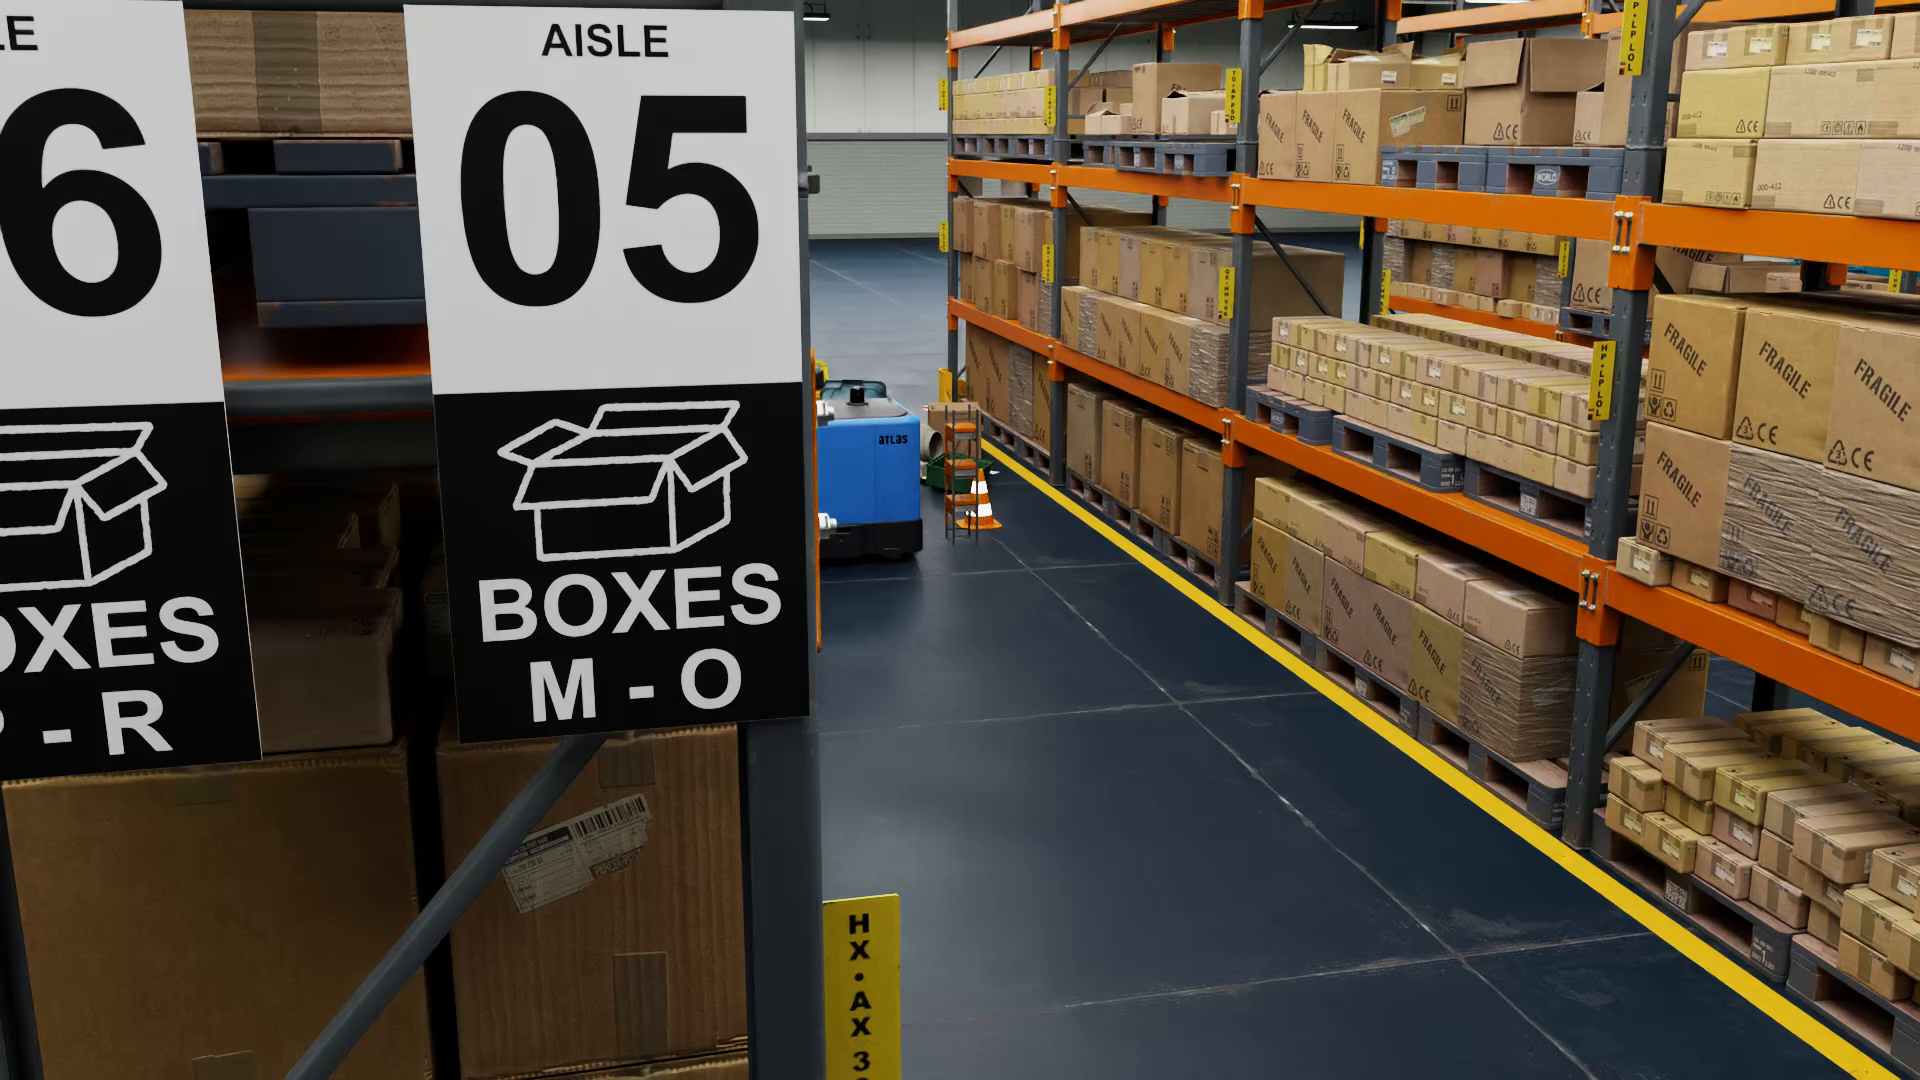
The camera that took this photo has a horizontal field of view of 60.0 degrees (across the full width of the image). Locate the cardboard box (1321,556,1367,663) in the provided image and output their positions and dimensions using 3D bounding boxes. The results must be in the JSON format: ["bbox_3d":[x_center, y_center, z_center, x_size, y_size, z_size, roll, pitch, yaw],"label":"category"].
[{"bbox_3d":[2.407,0.373,9.461,0.500,0.500,0.500,-4,14,-15],"label":"cardboard box"}]

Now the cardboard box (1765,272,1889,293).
[{"bbox_3d":[6.694,-1.800,12.877,0.700,0.500,0.500,-1,14,-5],"label":"cardboard box"}]

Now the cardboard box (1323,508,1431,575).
[{"bbox_3d":[2.392,0.002,9.400,0.500,0.250,0.500,-3,14,-13],"label":"cardboard box"}]

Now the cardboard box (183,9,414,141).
[{"bbox_3d":[-0.860,-0.639,2.123,0.500,0.250,0.500,-5,14,-18],"label":"cardboard box"}]

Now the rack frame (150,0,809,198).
[{"bbox_3d":[-0.666,-1.818,1.407,1.000,3.000,0.127,-3,14,-13],"label":"rack frame"}]

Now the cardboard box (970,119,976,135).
[{"bbox_3d":[0.312,-4.210,16.950,0.380,0.149,0.250,-3,14,-13],"label":"cardboard box"}]

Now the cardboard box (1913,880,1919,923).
[{"bbox_3d":[3.404,1.219,5.484,0.380,0.149,0.250,-3,14,-13],"label":"cardboard box"}]

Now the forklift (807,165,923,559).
[{"bbox_3d":[-1.851,-1.302,12.081,3.031,2.935,1.130,-3,14,-14],"label":"forklift"}]

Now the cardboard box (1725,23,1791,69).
[{"bbox_3d":[3.047,-1.801,6.081,0.380,0.149,0.250,-4,14,-16],"label":"cardboard box"}]

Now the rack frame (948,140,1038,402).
[{"bbox_3d":[0.364,-2.894,18.452,1.000,3.000,0.127,-3,14,-13],"label":"rack frame"}]

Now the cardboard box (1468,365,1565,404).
[{"bbox_3d":[2.713,-0.760,8.110,0.380,0.149,0.250,-3,14,-13],"label":"cardboard box"}]

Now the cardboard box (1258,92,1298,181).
[{"bbox_3d":[2.118,-2.407,9.930,0.500,0.500,0.500,-3,14,-13],"label":"cardboard box"}]

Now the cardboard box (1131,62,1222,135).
[{"bbox_3d":[1.562,-3.192,12.046,0.500,0.500,0.500,-3,14,-13],"label":"cardboard box"}]

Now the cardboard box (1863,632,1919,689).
[{"bbox_3d":[3.287,0.381,5.576,0.380,0.149,0.250,-3,14,-11],"label":"cardboard box"}]

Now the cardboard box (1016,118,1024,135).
[{"bbox_3d":[0.725,-3.802,15.281,0.380,0.149,0.250,-3,14,-13],"label":"cardboard box"}]

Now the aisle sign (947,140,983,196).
[{"bbox_3d":[0.056,-4.156,18.142,0.394,0.787,0.004,-3,14,-13],"label":"aisle sign"}]

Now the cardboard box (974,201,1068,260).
[{"bbox_3d":[0.632,-3.145,16.888,0.875,0.550,0.550,-3,14,-13],"label":"cardboard box"}]

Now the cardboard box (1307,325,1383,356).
[{"bbox_3d":[2.282,-1.183,9.841,0.380,0.149,0.250,-3,14,-13],"label":"cardboard box"}]

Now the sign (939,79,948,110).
[{"bbox_3d":[-0.177,-4.784,17.861,0.100,0.325,0.005,-3,14,-13],"label":"sign"}]

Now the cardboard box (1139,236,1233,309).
[{"bbox_3d":[1.784,-2.039,12.637,0.700,0.500,0.500,-3,14,-14],"label":"cardboard box"}]

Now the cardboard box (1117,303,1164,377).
[{"bbox_3d":[1.518,-1.534,12.676,0.500,0.500,0.500,-3,14,-12],"label":"cardboard box"}]

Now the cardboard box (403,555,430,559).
[{"bbox_3d":[-1.275,0.231,3.344,0.500,0.500,0.500,-3,14,-13],"label":"cardboard box"}]

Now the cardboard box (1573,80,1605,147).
[{"bbox_3d":[3.179,-1.958,7.604,0.500,0.311,0.500,-3,14,-14],"label":"cardboard box"}]

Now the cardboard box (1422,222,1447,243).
[{"bbox_3d":[5.302,-3.453,17.795,0.500,0.500,0.500,-3,14,-13],"label":"cardboard box"}]

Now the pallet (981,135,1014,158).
[{"bbox_3d":[0.838,-3.855,16.254,1.003,0.211,1.213,-3,14,-13],"label":"pallet"}]

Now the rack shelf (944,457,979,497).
[{"bbox_3d":[0.013,-0.487,12.754,0.215,0.259,0.240,-3,14,-13],"label":"rack shelf"}]

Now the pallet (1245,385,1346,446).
[{"bbox_3d":[2.514,-0.797,10.272,1.213,0.211,1.003,-3,14,-13],"label":"pallet"}]

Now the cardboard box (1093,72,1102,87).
[{"bbox_3d":[1.428,-4.166,15.093,0.380,0.149,0.250,-3,14,-14],"label":"cardboard box"}]

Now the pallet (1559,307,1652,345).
[{"bbox_3d":[6.186,-1.947,14.979,1.003,0.211,1.213,-3,14,-13],"label":"pallet"}]

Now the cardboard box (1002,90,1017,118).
[{"bbox_3d":[0.704,-4.084,15.596,0.500,0.250,0.500,-3,14,-14],"label":"cardboard box"}]

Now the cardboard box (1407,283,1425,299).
[{"bbox_3d":[5.207,-2.772,18.483,0.380,0.149,0.250,-3,14,-13],"label":"cardboard box"}]

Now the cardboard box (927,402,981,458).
[{"bbox_3d":[-0.059,-1.059,16.203,0.500,0.500,0.500,-1,14,-3],"label":"cardboard box"}]

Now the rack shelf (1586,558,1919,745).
[{"bbox_3d":[3.652,0.685,5.317,1.077,0.370,4.000,-3,14,-13],"label":"rack shelf"}]

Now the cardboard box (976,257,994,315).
[{"bbox_3d":[0.655,-2.622,17.022,0.875,0.550,0.550,-3,14,-13],"label":"cardboard box"}]

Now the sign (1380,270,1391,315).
[{"bbox_3d":[2.768,-1.605,10.902,0.100,0.325,0.005,-3,14,-13],"label":"sign"}]

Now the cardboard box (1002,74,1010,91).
[{"bbox_3d":[0.612,-4.304,15.657,0.380,0.149,0.250,-3,14,-14],"label":"cardboard box"}]

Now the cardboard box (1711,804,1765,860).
[{"bbox_3d":[3.195,1.120,6.518,0.380,0.149,0.250,-3,14,-14],"label":"cardboard box"}]

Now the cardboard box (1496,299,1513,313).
[{"bbox_3d":[5.665,-2.371,16.841,0.380,0.149,0.250,-3,14,-13],"label":"cardboard box"}]

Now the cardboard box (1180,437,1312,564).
[{"bbox_3d":[2.187,-0.305,11.710,1.050,0.750,0.750,-3,14,-14],"label":"cardboard box"}]

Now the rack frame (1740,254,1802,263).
[{"bbox_3d":[10.023,-3.423,20.618,1.000,3.000,0.127,-3,14,-13],"label":"rack frame"}]

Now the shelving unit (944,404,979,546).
[{"bbox_3d":[0.013,-0.498,12.752,0.215,1.050,0.252,-3,14,-13],"label":"shelving unit"}]

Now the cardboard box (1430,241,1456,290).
[{"bbox_3d":[5.621,-2.985,17.988,0.875,0.500,0.500,-3,14,-13],"label":"cardboard box"}]

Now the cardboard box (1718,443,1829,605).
[{"bbox_3d":[3.177,-0.077,6.083,0.500,0.500,0.500,-3,14,-13],"label":"cardboard box"}]

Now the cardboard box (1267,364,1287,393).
[{"bbox_3d":[2.152,-1.016,10.409,0.380,0.149,0.250,-3,14,-14],"label":"cardboard box"}]

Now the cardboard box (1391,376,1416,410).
[{"bbox_3d":[2.532,-0.793,8.870,0.380,0.149,0.250,-3,14,-11],"label":"cardboard box"}]

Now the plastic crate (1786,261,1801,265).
[{"bbox_3d":[10.432,-3.252,20.231,0.499,0.251,0.616,-3,14,-13],"label":"plastic crate"}]

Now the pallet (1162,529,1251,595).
[{"bbox_3d":[2.131,0.120,11.990,1.003,0.211,1.213,-3,14,-13],"label":"pallet"}]

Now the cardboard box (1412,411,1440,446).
[{"bbox_3d":[2.587,-0.588,8.660,0.380,0.149,0.250,-3,14,-11],"label":"cardboard box"}]

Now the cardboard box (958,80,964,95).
[{"bbox_3d":[0.191,-4.716,17.344,0.380,0.149,0.250,-3,14,-13],"label":"cardboard box"}]

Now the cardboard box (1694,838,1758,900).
[{"bbox_3d":[3.127,1.273,6.518,0.380,0.149,0.250,-3,14,-13],"label":"cardboard box"}]

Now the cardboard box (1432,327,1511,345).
[{"bbox_3d":[2.988,-1.152,9.712,0.380,0.149,0.250,-3,14,-12],"label":"cardboard box"}]

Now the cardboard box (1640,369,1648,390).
[{"bbox_3d":[3.408,-0.736,8.011,0.380,0.149,0.250,-3,14,-13],"label":"cardboard box"}]

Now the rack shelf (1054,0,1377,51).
[{"bbox_3d":[1.773,-3.880,12.207,1.077,0.370,4.000,-3,14,-13],"label":"rack shelf"}]

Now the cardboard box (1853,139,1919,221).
[{"bbox_3d":[3.264,-1.152,5.318,0.500,0.250,0.500,-3,14,-11],"label":"cardboard box"}]
